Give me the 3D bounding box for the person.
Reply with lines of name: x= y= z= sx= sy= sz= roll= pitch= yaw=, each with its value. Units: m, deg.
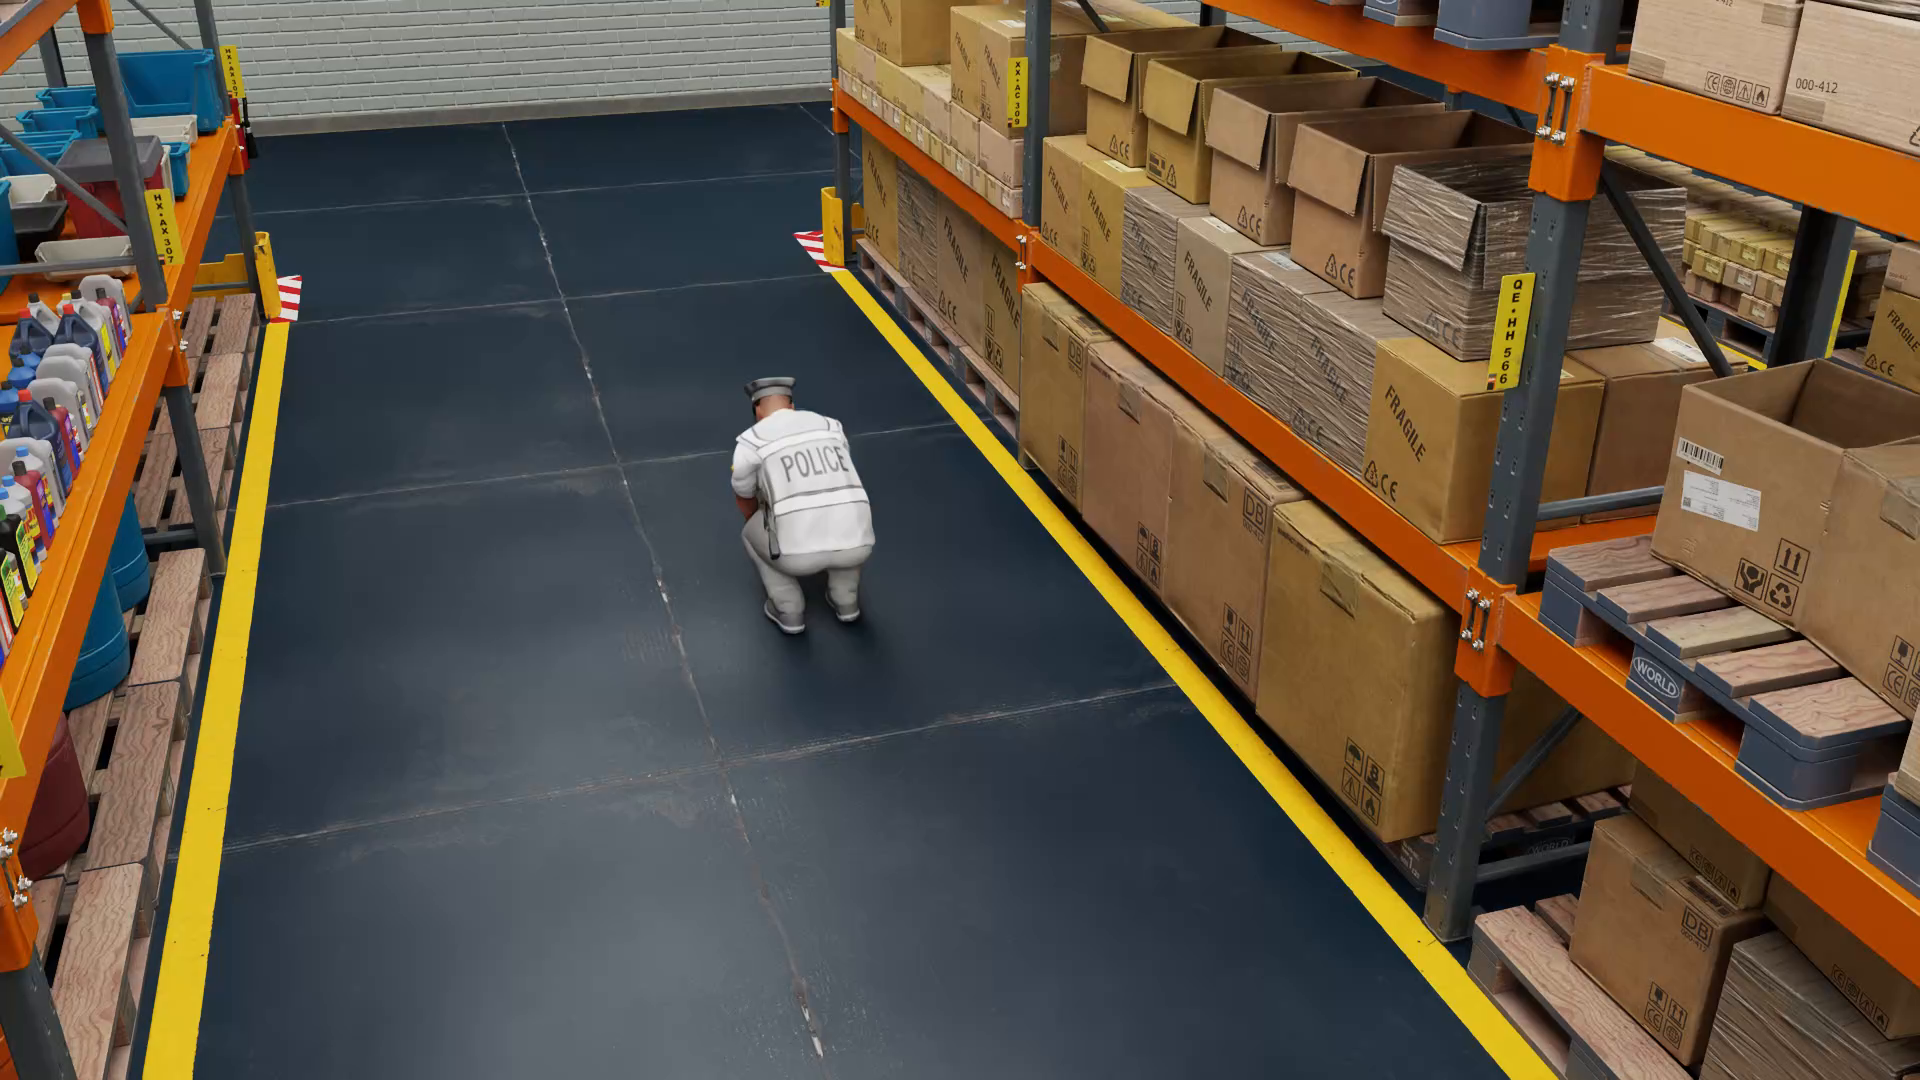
person: x=-0.696 y=-0.161 z=7.289 sx=0.556 sy=1.007 sz=0.906 roll=-8 pitch=27 yaw=-16
